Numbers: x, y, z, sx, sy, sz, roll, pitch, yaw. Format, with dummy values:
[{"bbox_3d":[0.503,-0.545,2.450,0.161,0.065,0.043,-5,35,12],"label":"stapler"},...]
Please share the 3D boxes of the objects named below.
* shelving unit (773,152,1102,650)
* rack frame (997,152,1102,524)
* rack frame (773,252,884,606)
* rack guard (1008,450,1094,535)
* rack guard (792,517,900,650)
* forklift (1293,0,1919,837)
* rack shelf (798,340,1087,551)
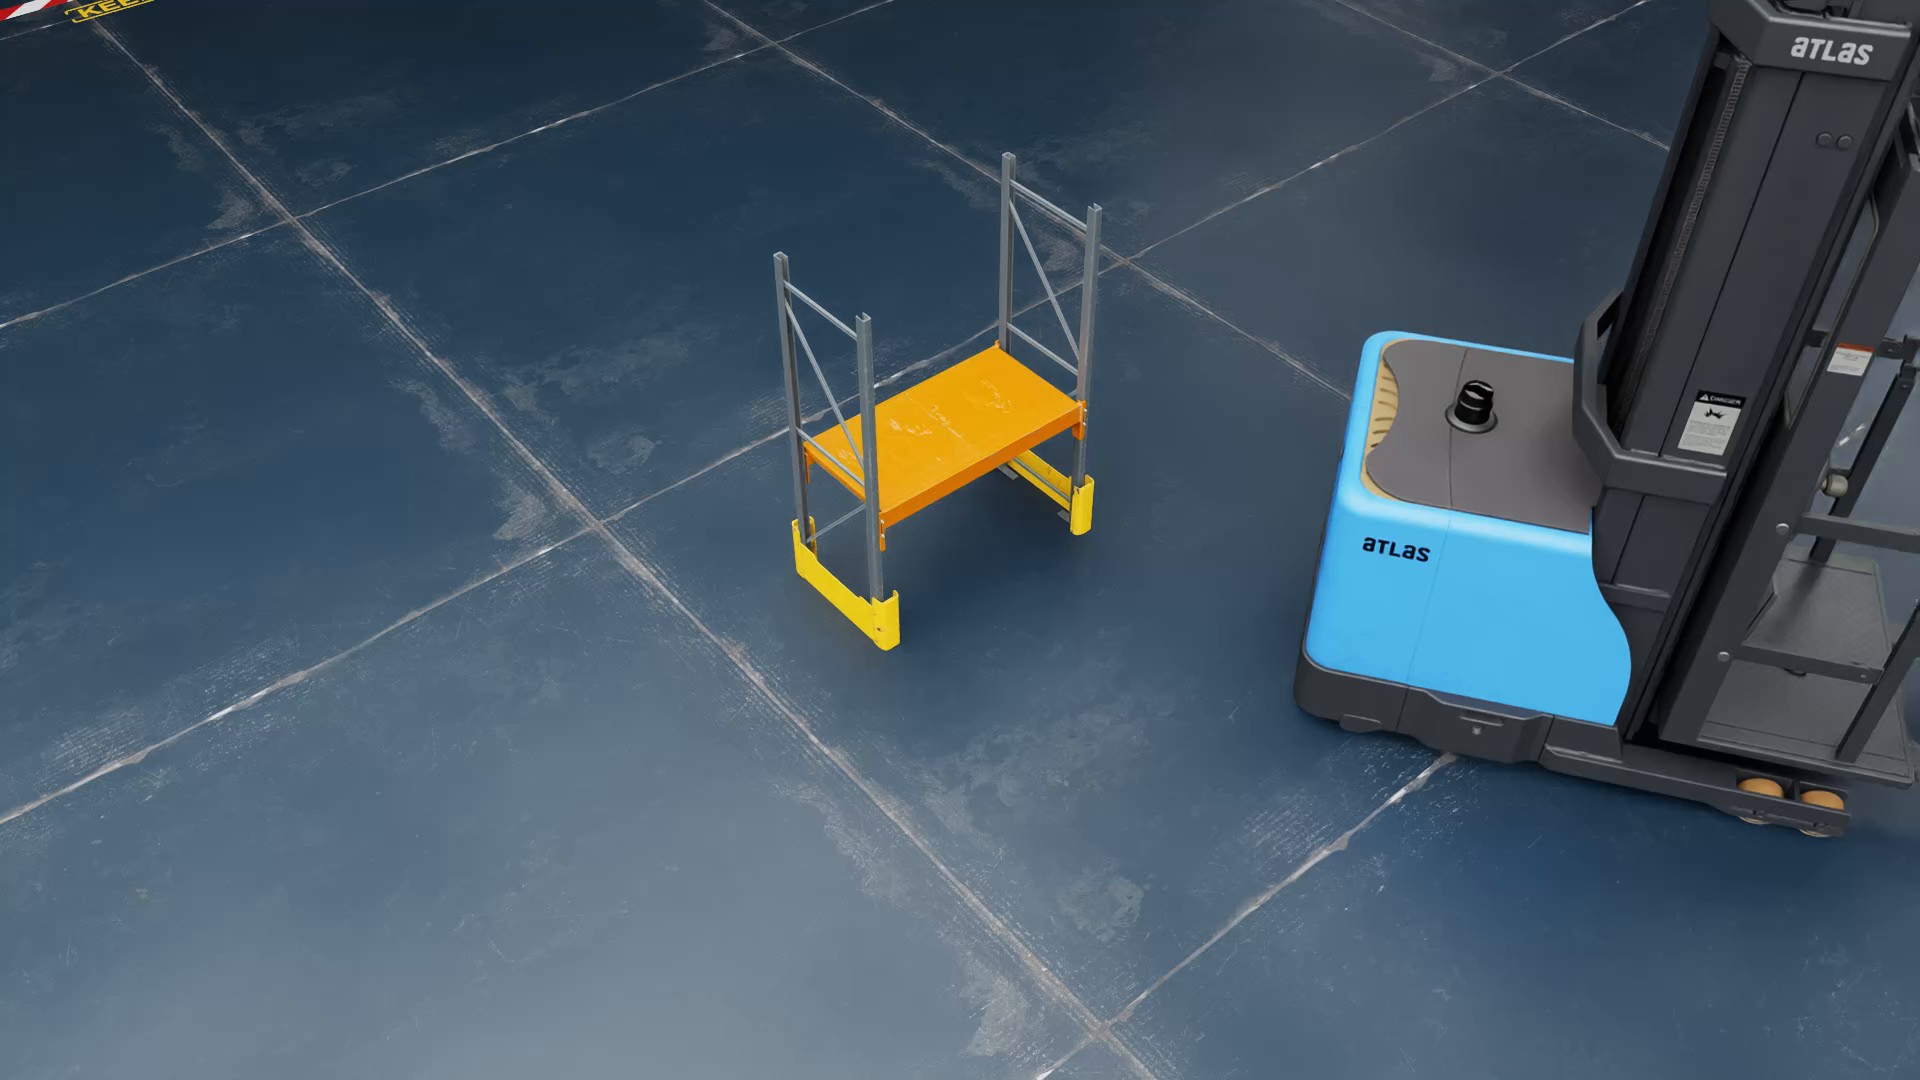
[{"bbox_3d":[-0.058,-0.513,6.201,1.083,1.500,0.587,-30,51,-28],"label":"shelving unit"},{"bbox_3d":[0.324,-0.733,6.434,0.032,1.500,0.500,-30,51,-28],"label":"rack frame"},{"bbox_3d":[-0.455,-0.286,5.959,0.032,1.500,0.500,-30,51,-28],"label":"rack frame"},{"bbox_3d":[0.324,-0.276,6.862,0.087,0.250,0.587,-30,51,-28],"label":"rack guard"},{"bbox_3d":[-0.440,0.161,6.396,0.087,0.250,0.587,-30,51,-28],"label":"rack guard"},{"bbox_3d":[2.786,-0.464,5.103,3.031,2.935,1.130,11,44,11],"label":"forklift"},{"bbox_3d":[-0.065,-0.378,6.320,1.000,0.185,0.538,-30,51,-28],"label":"rack shelf"}]
